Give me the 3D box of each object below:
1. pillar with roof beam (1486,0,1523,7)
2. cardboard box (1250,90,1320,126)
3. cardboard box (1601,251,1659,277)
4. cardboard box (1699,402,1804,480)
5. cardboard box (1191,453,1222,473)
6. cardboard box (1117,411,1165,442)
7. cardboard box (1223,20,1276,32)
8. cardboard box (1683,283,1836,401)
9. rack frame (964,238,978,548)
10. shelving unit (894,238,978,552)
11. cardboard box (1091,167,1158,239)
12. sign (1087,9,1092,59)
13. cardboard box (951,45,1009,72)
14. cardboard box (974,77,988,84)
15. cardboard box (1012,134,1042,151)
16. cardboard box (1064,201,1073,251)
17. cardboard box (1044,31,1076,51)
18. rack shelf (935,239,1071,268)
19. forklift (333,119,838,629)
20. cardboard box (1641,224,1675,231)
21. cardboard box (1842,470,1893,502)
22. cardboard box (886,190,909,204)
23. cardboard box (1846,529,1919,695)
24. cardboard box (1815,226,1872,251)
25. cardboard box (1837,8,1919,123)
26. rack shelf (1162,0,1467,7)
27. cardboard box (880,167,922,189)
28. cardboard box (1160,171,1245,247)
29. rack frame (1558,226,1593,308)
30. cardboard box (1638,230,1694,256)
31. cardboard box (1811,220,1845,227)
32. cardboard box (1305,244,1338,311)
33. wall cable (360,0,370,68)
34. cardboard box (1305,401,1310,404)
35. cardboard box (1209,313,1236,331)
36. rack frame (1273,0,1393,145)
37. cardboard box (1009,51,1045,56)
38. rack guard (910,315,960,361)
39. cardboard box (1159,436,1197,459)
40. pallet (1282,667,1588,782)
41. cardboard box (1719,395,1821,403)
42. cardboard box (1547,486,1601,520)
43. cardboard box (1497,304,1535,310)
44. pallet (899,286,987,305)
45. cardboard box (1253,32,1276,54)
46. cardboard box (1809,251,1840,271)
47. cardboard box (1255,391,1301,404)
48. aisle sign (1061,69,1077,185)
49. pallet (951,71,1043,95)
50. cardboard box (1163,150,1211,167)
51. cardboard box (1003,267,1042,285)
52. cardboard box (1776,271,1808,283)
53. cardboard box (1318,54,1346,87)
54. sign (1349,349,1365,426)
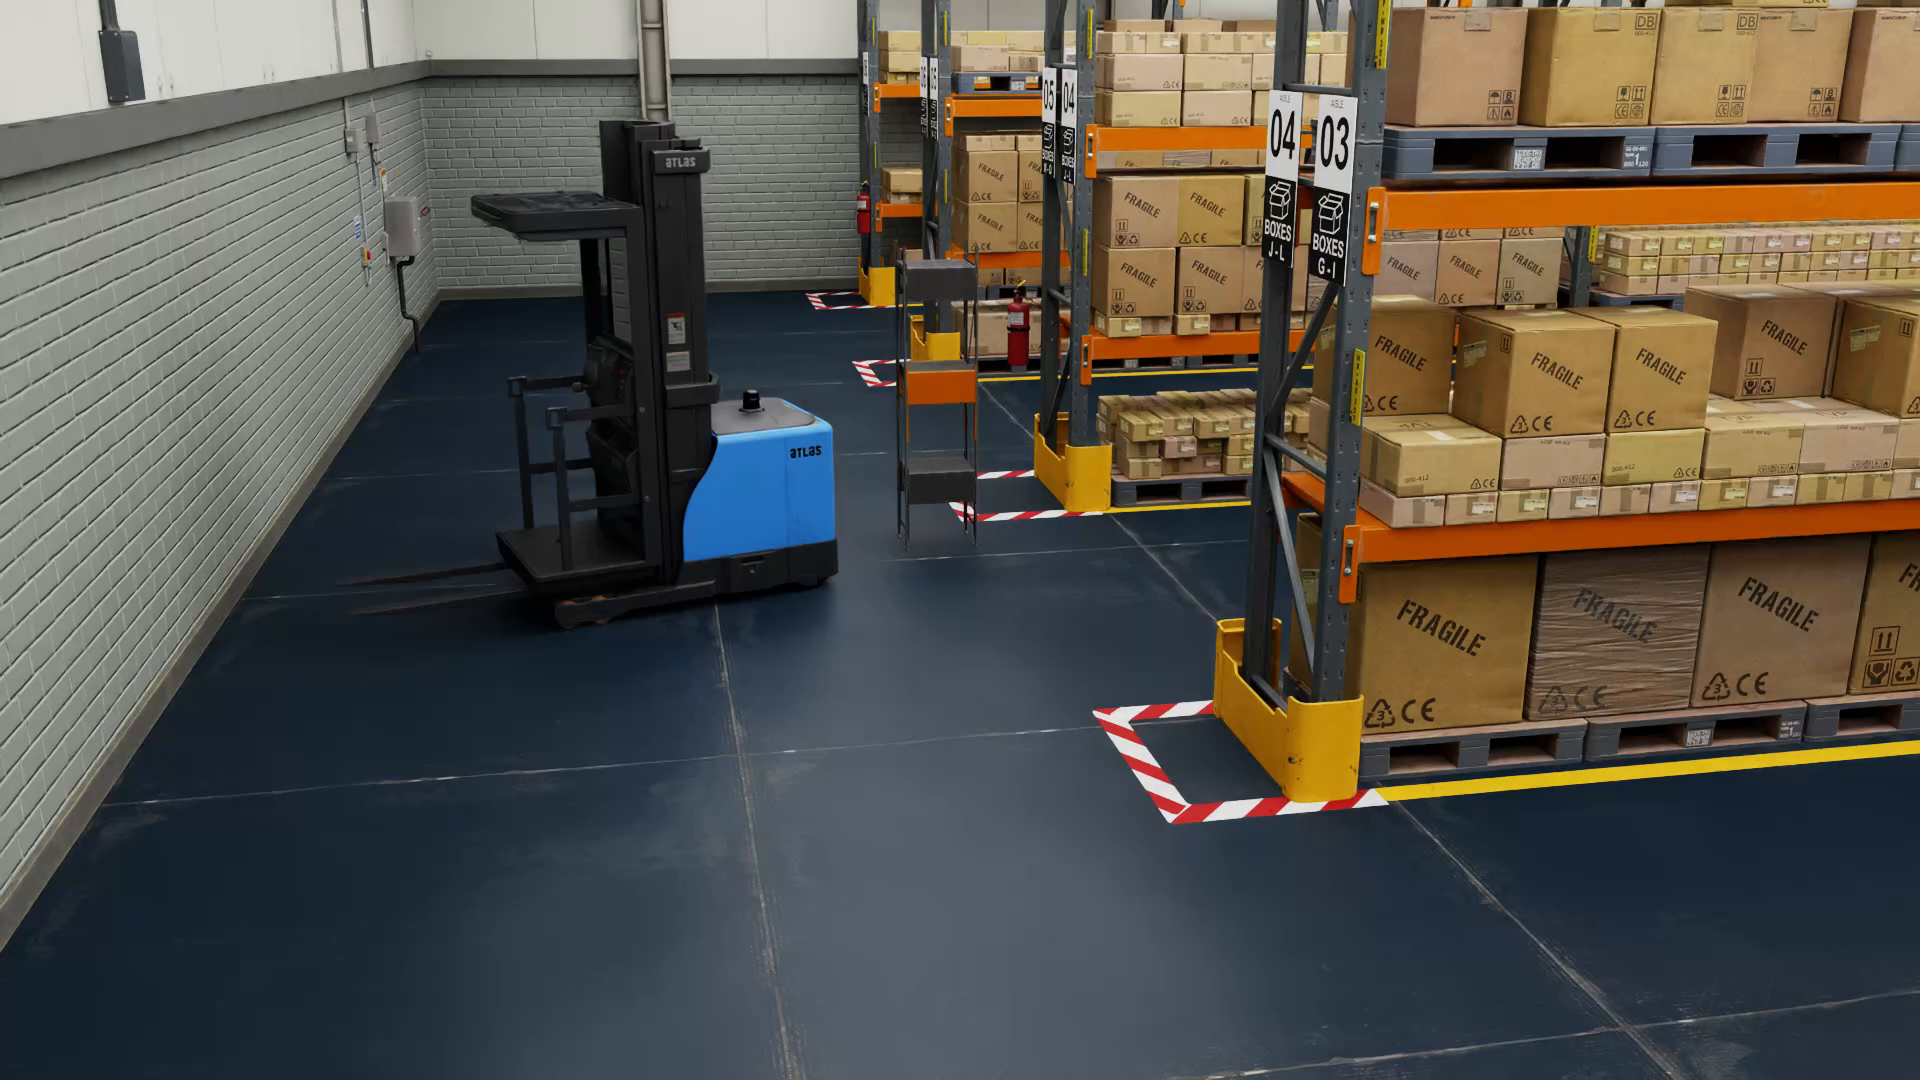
[{"bbox_3d":[8.591,-7.068,19.498,0.400,9.000,9.100,-3,17,-10],"label":"pillar with roof beam"},{"bbox_3d":[2.305,-3.185,12.220,0.500,0.250,0.500,-4,17,-12],"label":"cardboard box"},{"bbox_3d":[5.196,-2.146,12.897,0.250,0.149,0.380,-3,17,-10],"label":"cardboard box"},{"bbox_3d":[3.673,-0.484,8.026,0.500,0.250,0.500,-4,17,-12],"label":"cardboard box"},{"bbox_3d":[1.853,-0.640,12.927,0.250,0.149,0.380,-3,17,-10],"label":"cardboard box"},{"bbox_3d":[1.373,-0.865,12.646,0.250,0.149,0.380,-4,18,-13],"label":"cardboard box"},{"bbox_3d":[3.066,-5.213,17.512,0.500,0.500,0.500,-3,17,-10],"label":"cardboard box"},{"bbox_3d":[4.050,-1.019,8.492,0.500,0.500,0.500,-4,17,-12],"label":"cardboard box"},{"bbox_3d":[0.077,-1.008,11.518,0.015,2.100,0.400,-3,17,-10],"label":"rack frame"},{"bbox_3d":[-0.163,-0.995,11.473,0.503,2.100,0.431,-3,17,-10],"label":"shelving unit"},{"bbox_3d":[1.196,-2.576,12.711,0.500,0.500,0.500,-4,17,-12],"label":"cardboard box"},{"bbox_3d":[0.897,-3.507,11.522,0.005,0.325,0.100,-3,17,-10],"label":"sign"},{"bbox_3d":[0.181,-4.894,16.899,0.500,0.250,0.500,-5,18,-16],"label":"cardboard box"},{"bbox_3d":[0.195,-5.960,21.427,0.250,0.149,0.380,-3,17,-11],"label":"cardboard box"},{"bbox_3d":[0.678,-4.025,16.829,0.250,0.149,0.380,-3,17,-9],"label":"cardboard box"},{"bbox_3d":[1.276,-3.284,17.224,0.500,0.500,0.500,-3,17,-11],"label":"cardboard box"},{"bbox_3d":[1.292,-6.475,21.574,0.500,0.250,0.500,-3,17,-9],"label":"cardboard box"},{"bbox_3d":[1.720,-3.000,17.696,4.000,0.370,1.077,-3,17,-10],"label":"rack shelf"},{"bbox_3d":[-2.346,-1.041,10.210,3.031,2.935,1.130,-9,19,-26],"label":"forklift"},{"bbox_3d":[5.596,-2.507,13.564,0.250,0.149,0.380,-4,17,-12],"label":"cardboard box"},{"bbox_3d":[4.316,-0.310,8.139,0.250,0.149,0.380,-3,17,-9],"label":"cardboard box"},{"bbox_3d":[-0.815,-4.482,21.725,0.250,0.149,0.380,-3,17,-11],"label":"cardboard box"},{"bbox_3d":[4.900,0.230,8.858,0.875,0.875,0.875,-3,17,-10],"label":"cardboard box"},{"bbox_3d":[6.985,-2.391,13.187,0.250,0.149,0.380,-2,17,-8],"label":"cardboard box"},{"bbox_3d":[4.277,-2.239,7.829,0.500,0.500,0.700,-2,17,-8],"label":"cardboard box"},{"bbox_3d":[4.702,-7.330,22.257,4.000,0.370,1.077,-3,17,-10],"label":"rack shelf"},{"bbox_3d":[-0.788,-4.836,22.197,0.500,0.250,0.500,-3,17,-9],"label":"cardboard box"},{"bbox_3d":[1.780,-2.458,12.325,0.500,0.500,0.500,-3,17,-9],"label":"cardboard box"},{"bbox_3d":[4.722,-2.034,13.325,0.127,3.000,1.000,-3,17,-10],"label":"rack frame"},{"bbox_3d":[5.468,-2.306,12.909,0.250,0.149,0.380,-3,17,-9],"label":"cardboard box"},{"bbox_3d":[7.128,-2.594,13.847,0.250,0.149,0.380,-2,17,-8],"label":"cardboard box"},{"bbox_3d":[2.791,-2.038,12.660,0.500,0.500,0.500,-4,17,-12],"label":"cardboard box"},{"bbox_3d":[-5.916,-5.919,15.757,0.029,3.000,2.355,-3,17,-10],"label":"wall cable"},{"bbox_3d":[2.890,-0.985,13.038,0.250,0.149,0.380,-3,17,-10],"label":"cardboard box"},{"bbox_3d":[1.919,-1.694,12.647,0.250,0.149,0.380,-2,17,-8],"label":"cardboard box"},{"bbox_3d":[1.636,-3.244,7.046,0.127,3.000,1.000,-3,17,-10],"label":"rack frame"},{"bbox_3d":[0.802,-6.208,21.556,0.500,0.250,0.500,-4,17,-11],"label":"cardboard box"},{"bbox_3d":[-0.268,-2.036,17.590,0.348,0.500,1.175,-3,17,-10],"label":"rack guard"},{"bbox_3d":[1.637,-0.746,12.764,0.250,0.149,0.380,-3,17,-11],"label":"cardboard box"},{"bbox_3d":[2.406,0.890,8.554,1.213,0.211,1.003,-3,17,-10],"label":"pallet"},{"bbox_3d":[4.056,-0.662,8.606,0.500,0.250,0.500,-3,17,-9],"label":"cardboard box"},{"bbox_3d":[2.806,-0.224,7.861,0.250,0.149,0.380,-4,17,-11],"label":"cardboard box"},{"bbox_3d":[4.253,-1.785,12.942,0.250,0.149,0.380,-4,17,-12],"label":"cardboard box"},{"bbox_3d":[-0.332,-3.379,22.455,1.213,0.211,1.003,-3,17,-10],"label":"pallet"},{"bbox_3d":[2.161,-3.617,12.094,0.250,0.149,0.380,-3,17,-9],"label":"cardboard box"},{"bbox_3d":[6.731,-2.234,13.182,0.250,0.149,0.380,-4,17,-12],"label":"cardboard box"},{"bbox_3d":[2.553,-1.095,13.394,0.250,0.149,0.380,-4,17,-12],"label":"cardboard box"},{"bbox_3d":[0.779,-2.963,11.924,0.004,0.787,0.394,-3,17,-10],"label":"aisle sign"},{"bbox_3d":[0.482,-4.669,16.945,1.213,0.211,1.003,-3,17,-10],"label":"pallet"},{"bbox_3d":[2.275,-3.818,17.261,0.500,0.500,0.500,-3,17,-10],"label":"cardboard box"},{"bbox_3d":[0.814,-3.713,22.334,0.500,0.500,0.500,-3,17,-9],"label":"cardboard box"},{"bbox_3d":[6.477,-2.078,13.182,0.250,0.149,0.380,-4,17,-11],"label":"cardboard box"},{"bbox_3d":[2.782,-3.445,12.213,0.500,0.250,0.500,-4,18,-13],"label":"cardboard box"},{"bbox_3d":[1.735,-0.667,7.266,0.005,0.325,0.100,-3,17,-10],"label":"sign"}]
